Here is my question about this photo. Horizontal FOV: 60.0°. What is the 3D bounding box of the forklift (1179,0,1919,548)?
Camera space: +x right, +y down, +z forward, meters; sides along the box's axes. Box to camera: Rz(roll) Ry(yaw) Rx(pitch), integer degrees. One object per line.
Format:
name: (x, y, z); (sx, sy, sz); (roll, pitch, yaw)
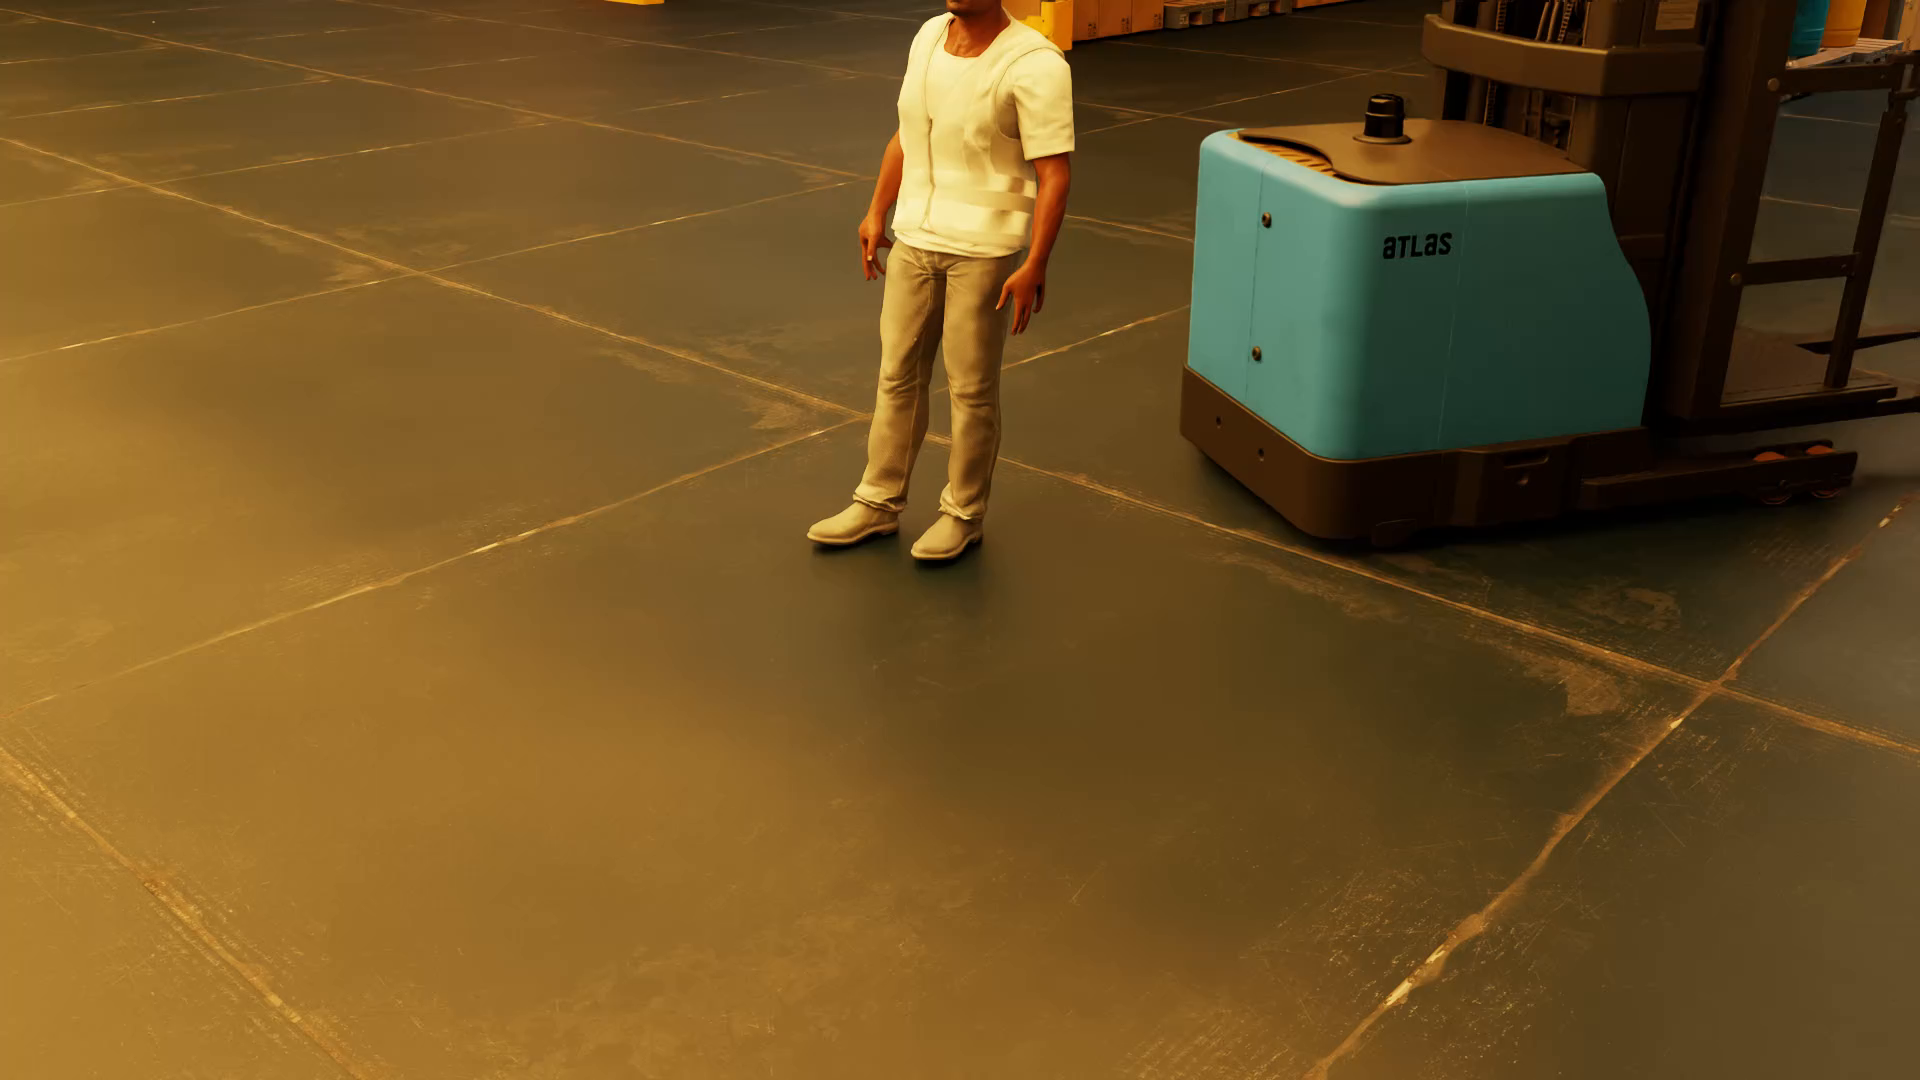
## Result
forklift: (2.319, -1.646, 5.081); (3.031, 2.935, 1.130); (-7, 25, -16)

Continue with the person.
person: (-0.051, -0.797, 4.576); (0.666, 1.765, 0.577); (20, 31, 38)
